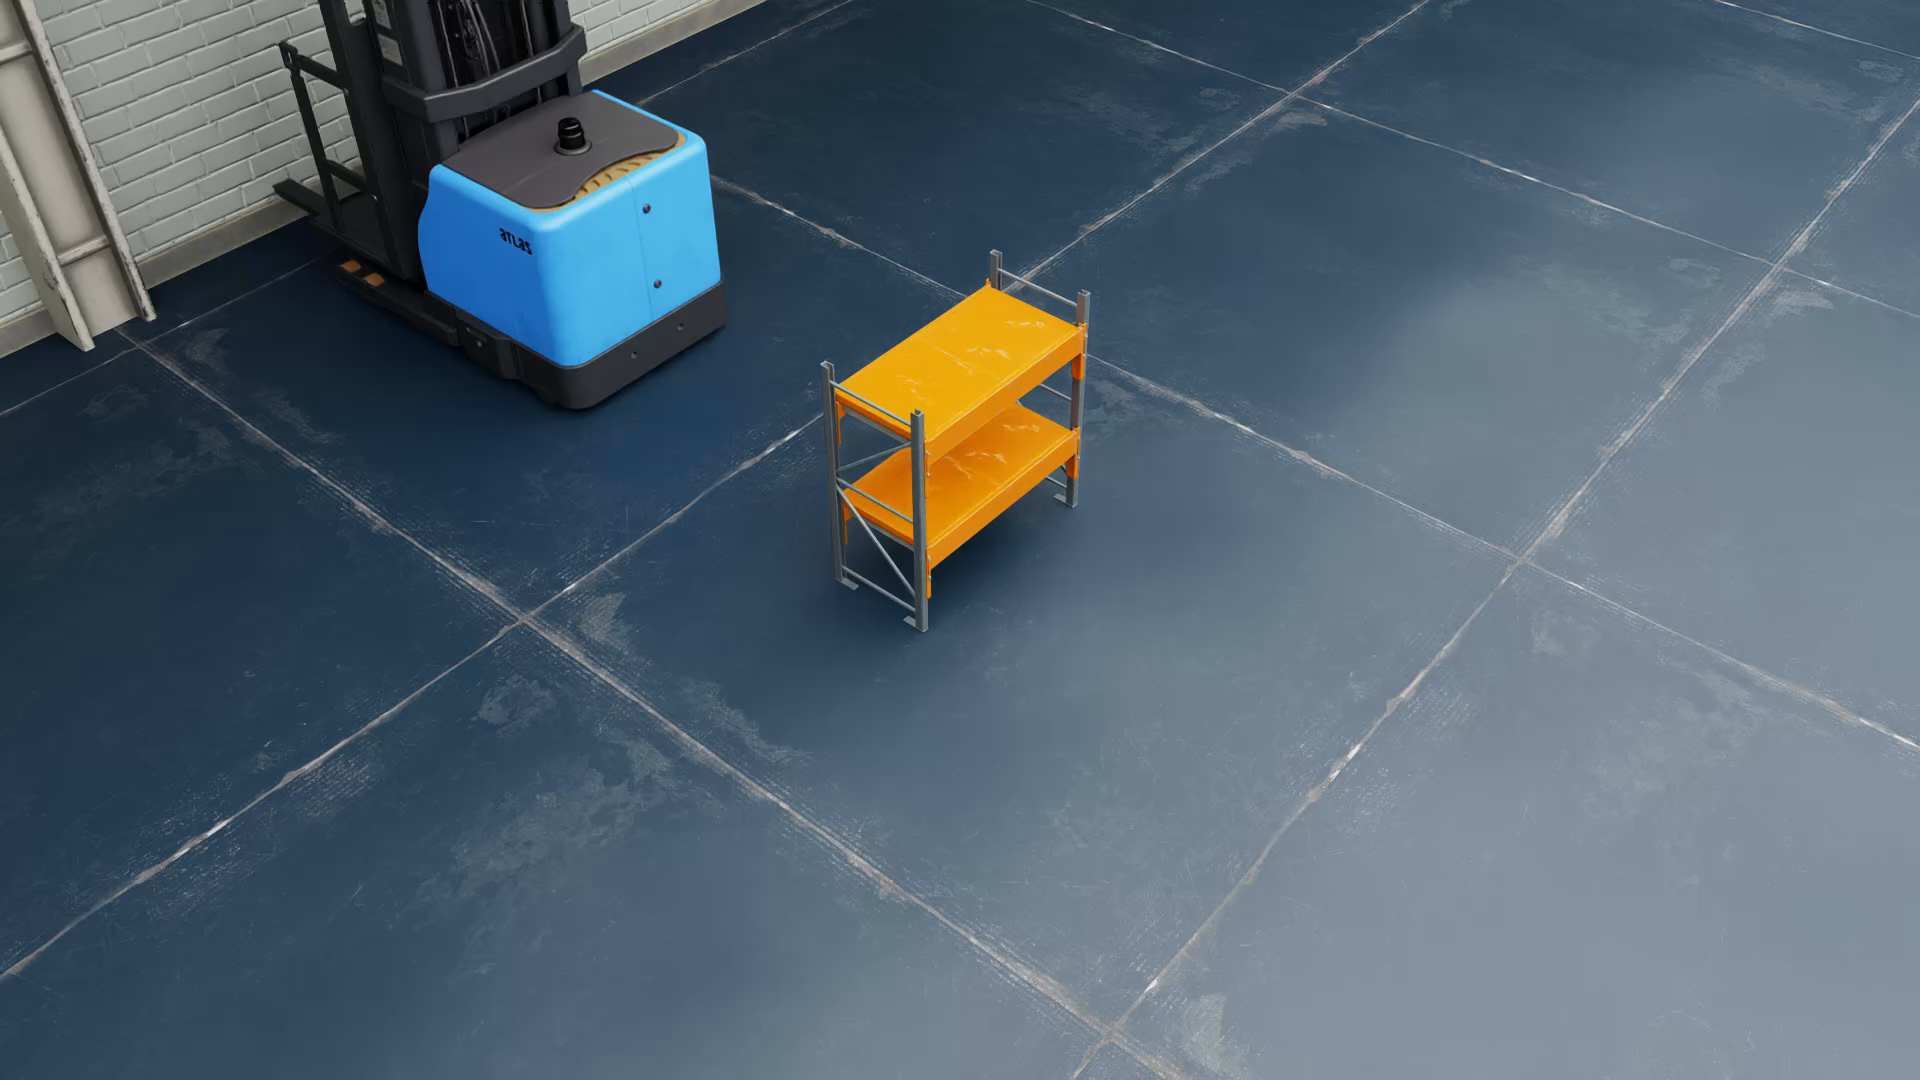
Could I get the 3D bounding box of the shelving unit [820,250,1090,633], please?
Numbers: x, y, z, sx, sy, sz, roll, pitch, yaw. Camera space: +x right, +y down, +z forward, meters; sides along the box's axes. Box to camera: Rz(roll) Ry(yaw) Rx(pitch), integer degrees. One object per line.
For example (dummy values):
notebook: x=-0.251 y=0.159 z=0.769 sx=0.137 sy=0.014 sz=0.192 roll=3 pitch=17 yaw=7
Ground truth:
shelving unit: x=-0.004 y=-0.413 z=6.868 sx=0.538 sy=1.125 sz=1.048 roll=29 pitch=50 yaw=28

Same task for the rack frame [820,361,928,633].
rack frame: x=-0.332 y=-0.151 z=6.580 sx=0.500 sy=1.125 sz=0.032 roll=29 pitch=50 yaw=28

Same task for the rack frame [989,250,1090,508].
rack frame: x=0.323 y=-0.674 z=7.156 sx=0.500 sy=1.125 sz=0.032 roll=29 pitch=50 yaw=28

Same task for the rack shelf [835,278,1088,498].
rack shelf: x=-0.004 y=-0.629 z=6.671 sx=0.538 sy=0.278 sz=1.000 roll=29 pitch=50 yaw=28

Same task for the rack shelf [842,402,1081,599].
rack shelf: x=-0.004 y=-0.232 z=7.032 sx=0.538 sy=0.278 sz=1.000 roll=29 pitch=50 yaw=28

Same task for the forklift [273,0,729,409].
forklift: x=-2.625 y=-2.535 z=7.860 sx=3.031 sy=2.935 sz=1.130 roll=29 pitch=50 yaw=28

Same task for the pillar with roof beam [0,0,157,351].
pillar with roof beam: x=-1.053 y=-2.570 z=3.388 sx=9.100 sy=9.000 sz=0.400 roll=29 pitch=50 yaw=28
